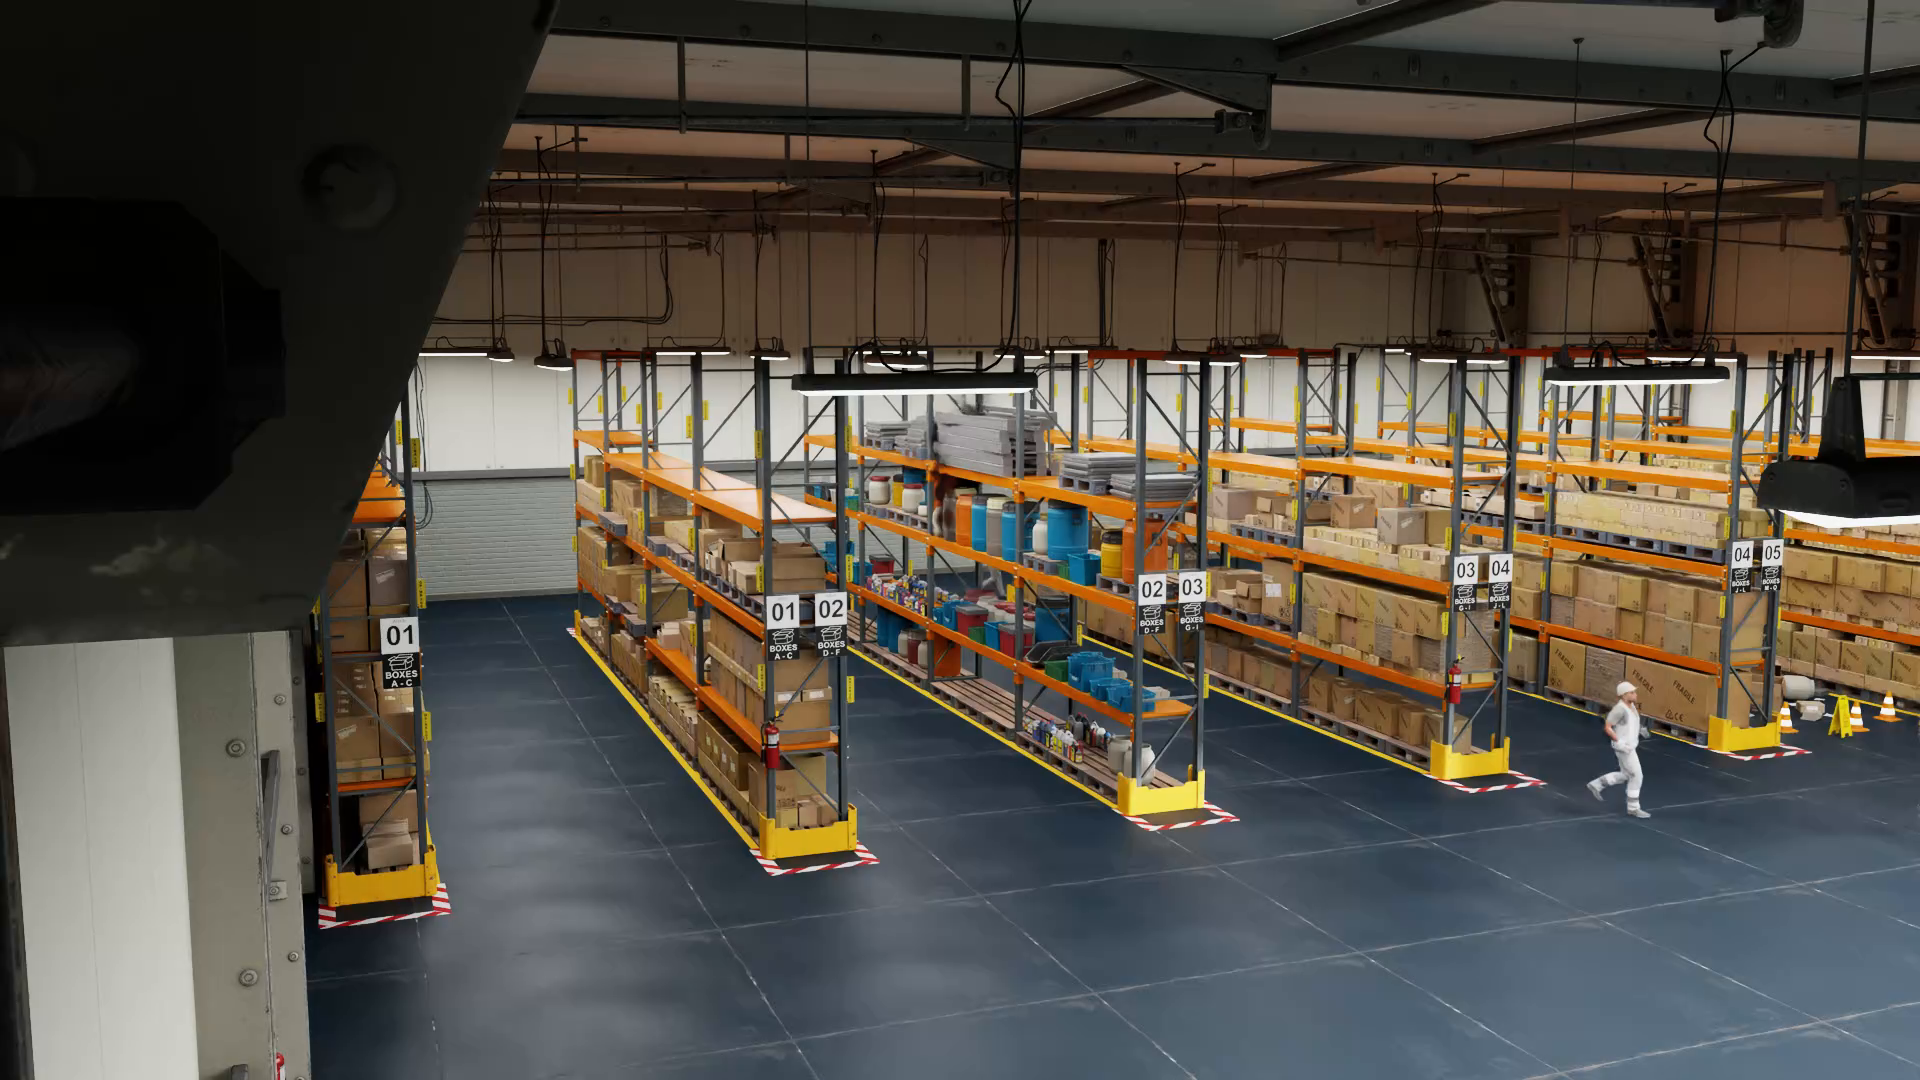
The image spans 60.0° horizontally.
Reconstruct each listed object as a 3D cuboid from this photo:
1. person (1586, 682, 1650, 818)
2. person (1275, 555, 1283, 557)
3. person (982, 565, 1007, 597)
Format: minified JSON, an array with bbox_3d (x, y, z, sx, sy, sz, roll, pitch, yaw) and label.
[{"bbox_3d":[8.742,2.741,21.928,0.775,1.780,0.646,5,8,32],"label":"person"},{"bbox_3d":[6.729,1.113,34.914,0.601,1.818,0.777,-3,8,-22],"label":"person"},{"bbox_3d":[0.794,0.542,39.679,0.880,1.682,0.593,-2,7,-17],"label":"person"}]
